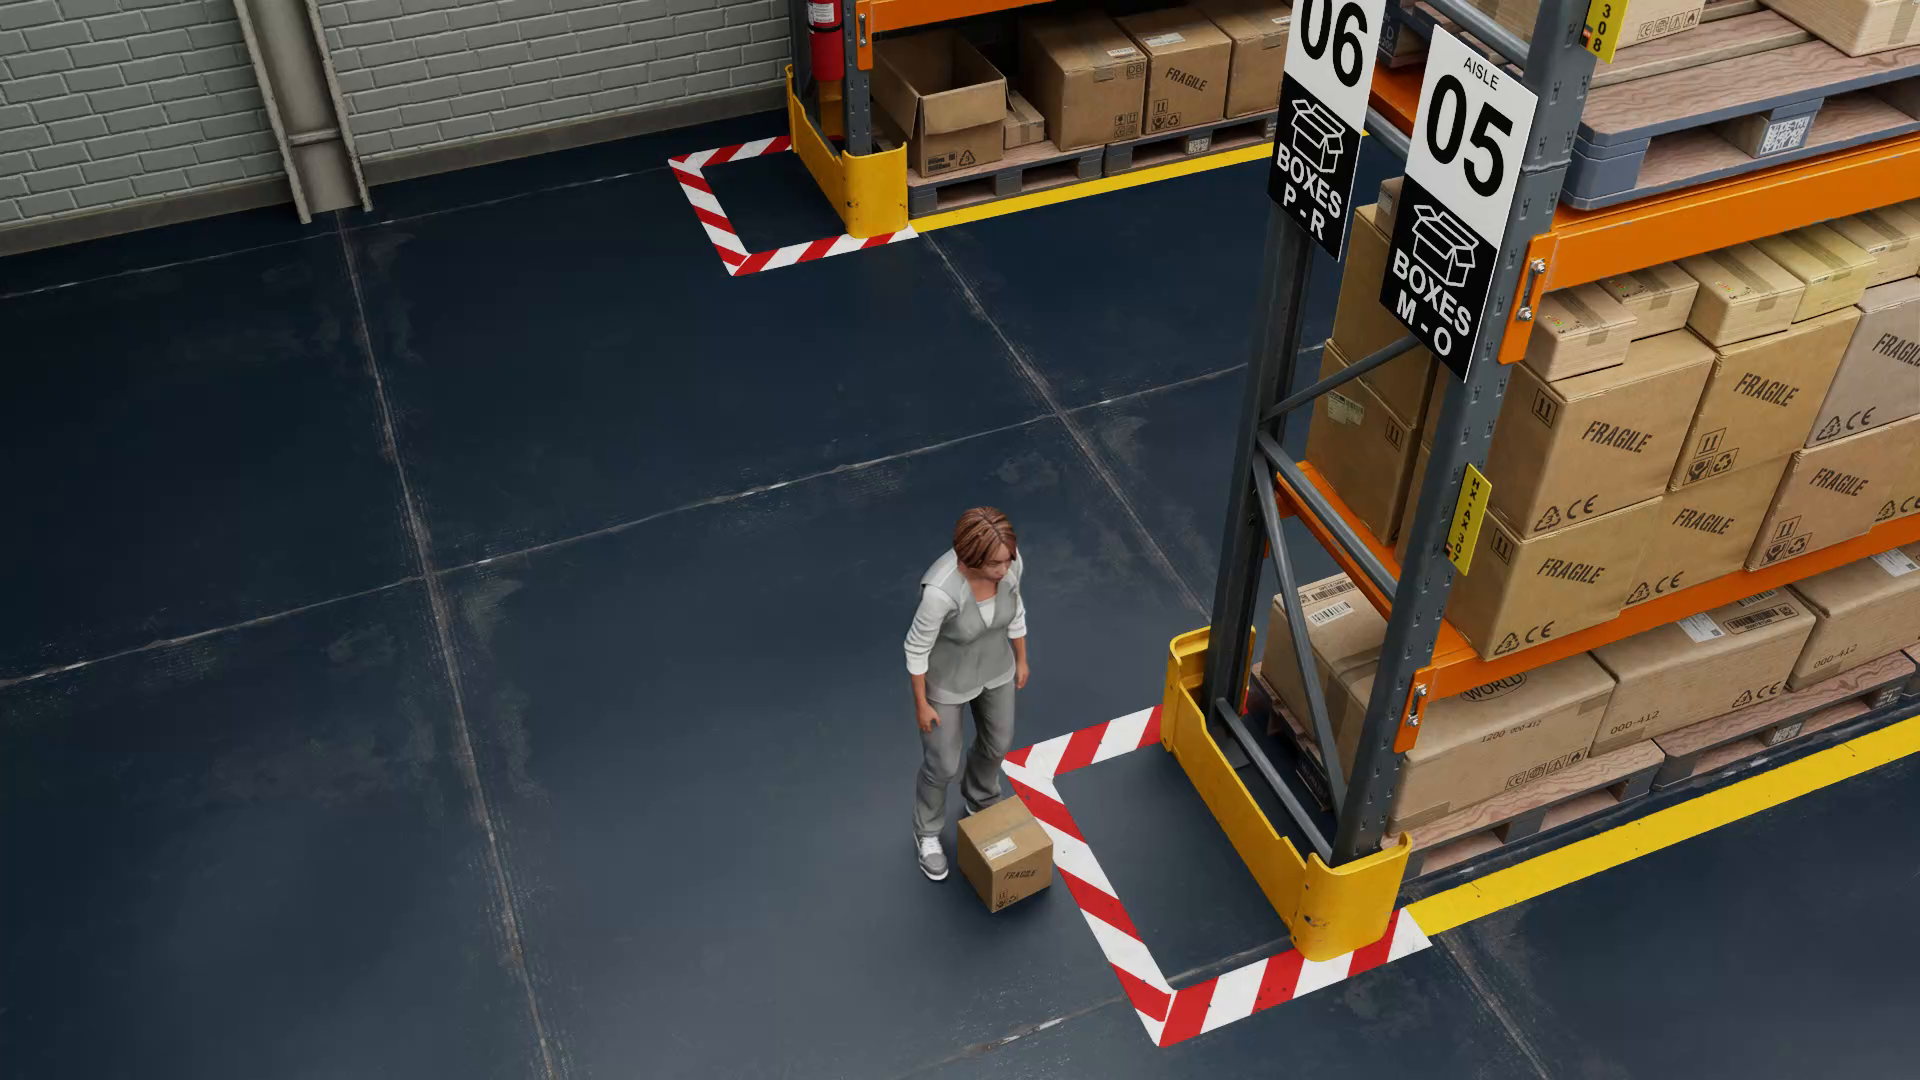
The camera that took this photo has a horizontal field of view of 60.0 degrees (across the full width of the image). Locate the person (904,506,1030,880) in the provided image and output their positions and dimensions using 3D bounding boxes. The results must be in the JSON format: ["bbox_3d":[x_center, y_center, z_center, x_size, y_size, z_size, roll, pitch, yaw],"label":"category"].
[{"bbox_3d":[0.025,0.527,5.678,0.485,1.475,0.347,-23,47,-23],"label":"person"}]
